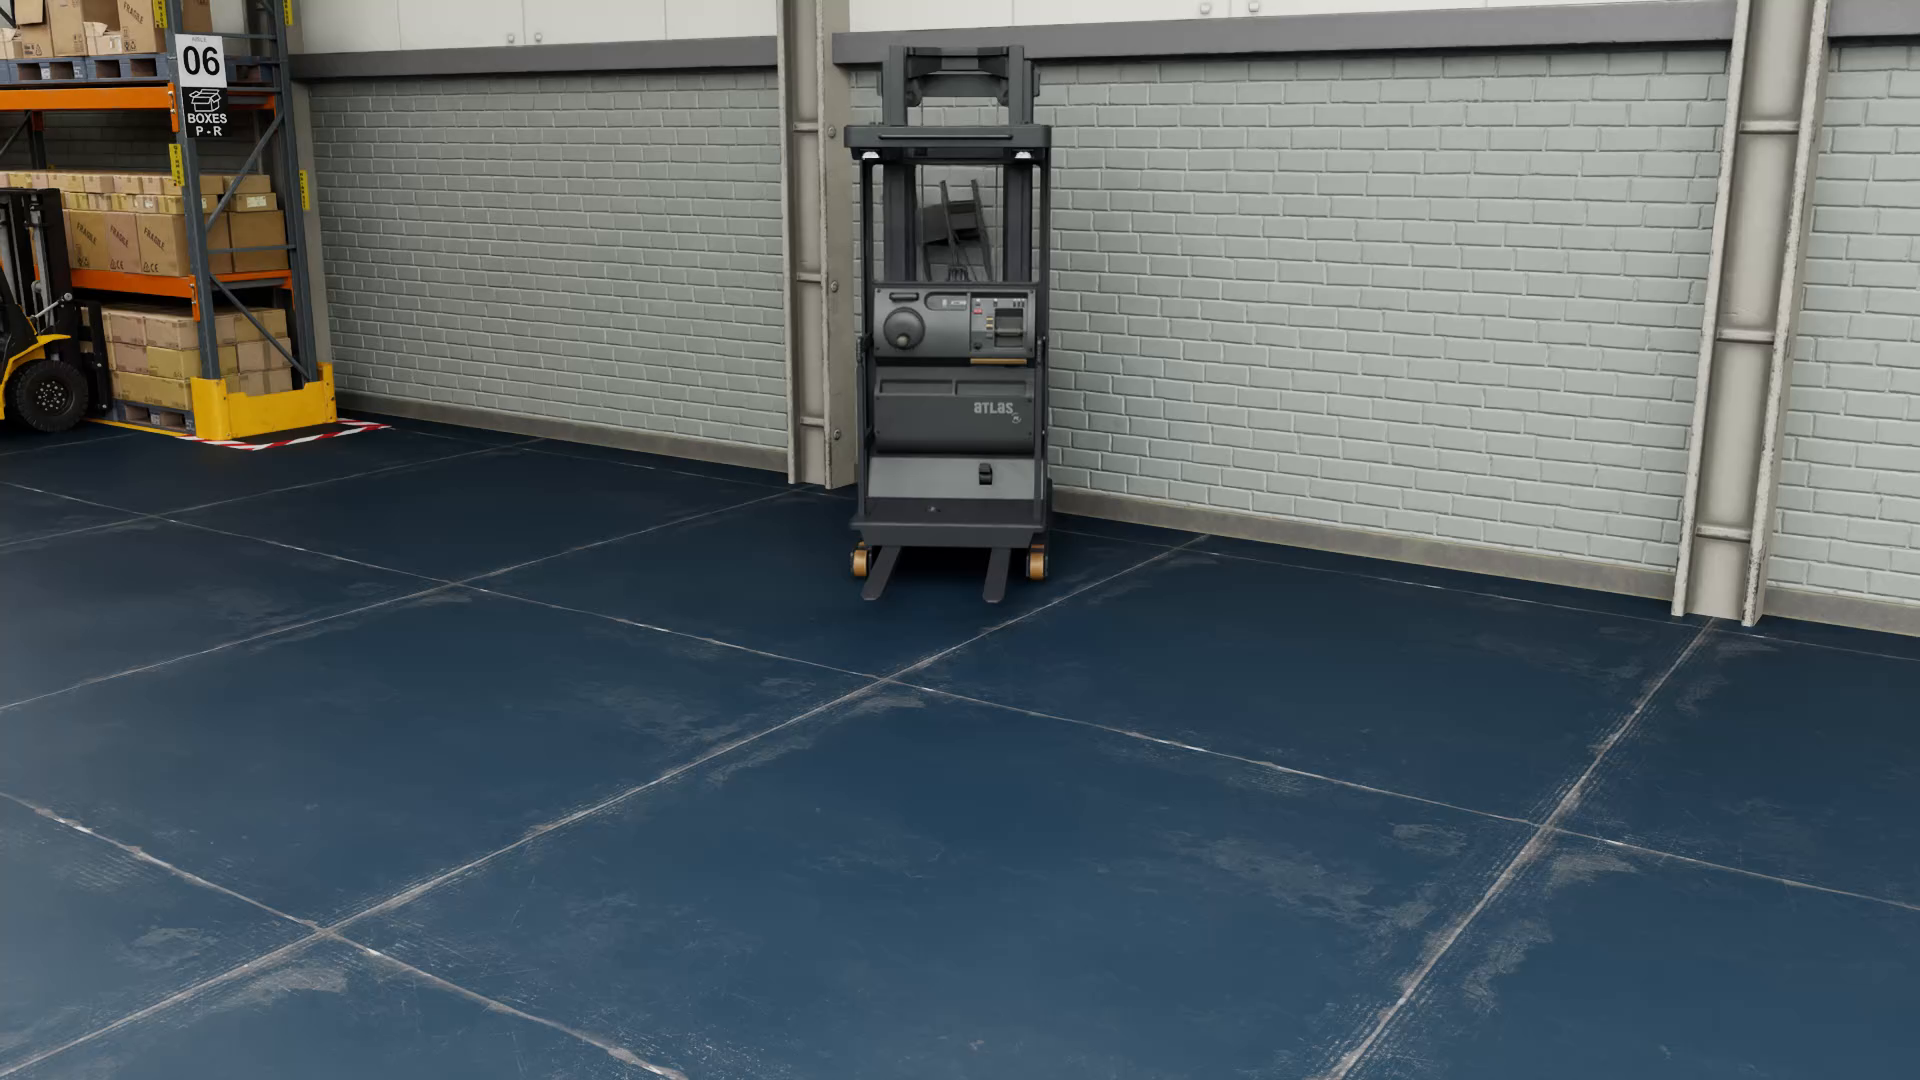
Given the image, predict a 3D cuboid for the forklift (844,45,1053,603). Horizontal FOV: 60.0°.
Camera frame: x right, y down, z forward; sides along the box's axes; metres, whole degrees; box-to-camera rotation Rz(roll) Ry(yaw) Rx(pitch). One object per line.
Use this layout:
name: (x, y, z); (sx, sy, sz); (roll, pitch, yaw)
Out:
forklift: (-0.042, -1.272, 9.361); (1.130, 2.935, 3.031); (1, 14, 4)

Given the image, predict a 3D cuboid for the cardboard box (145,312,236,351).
cardboard box: (-6.453, -1.758, 13.951); (0.500, 0.250, 0.500); (10, 17, 35)

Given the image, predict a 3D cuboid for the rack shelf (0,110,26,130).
rack shelf: (-10.875, -4.316, 16.770); (4.000, 0.370, 1.077); (9, 17, 33)

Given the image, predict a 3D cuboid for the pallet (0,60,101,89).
pallet: (-8.493, -4.245, 15.169); (1.213, 0.211, 1.003); (9, 17, 33)

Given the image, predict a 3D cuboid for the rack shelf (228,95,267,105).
rack shelf: (-7.556, -3.849, 14.585); (3.687, 0.071, 0.831); (9, 17, 33)

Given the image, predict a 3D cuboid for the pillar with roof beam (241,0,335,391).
pillar with roof beam: (-8.374, -4.731, 10.708); (0.400, 9.000, 9.100); (9, 17, 33)

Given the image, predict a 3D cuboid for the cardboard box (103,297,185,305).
cardboard box: (-7.437, -2.067, 15.196); (0.500, 0.250, 0.500); (9, 16, 32)

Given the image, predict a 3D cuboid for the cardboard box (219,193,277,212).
cardboard box: (-6.033, -2.865, 14.096); (0.250, 0.149, 0.380); (9, 16, 31)

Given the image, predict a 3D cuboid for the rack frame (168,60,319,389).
rack frame: (-5.896, -2.404, 13.793); (0.127, 3.000, 1.000); (9, 17, 33)

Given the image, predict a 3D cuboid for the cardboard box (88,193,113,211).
cardboard box: (-7.197, -2.896, 14.220); (0.250, 0.149, 0.380); (9, 16, 31)

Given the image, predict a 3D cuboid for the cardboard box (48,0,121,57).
cardboard box: (-7.194, -4.329, 14.037); (0.500, 0.500, 0.700); (9, 17, 33)

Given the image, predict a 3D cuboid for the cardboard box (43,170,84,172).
cardboard box: (-8.370, -3.391, 15.603); (0.250, 0.149, 0.380); (9, 17, 32)

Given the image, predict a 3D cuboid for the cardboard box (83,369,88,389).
cardboard box: (-7.724, -1.476, 14.892); (0.500, 0.250, 0.500); (10, 17, 35)

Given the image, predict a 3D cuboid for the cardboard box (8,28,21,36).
cardboard box: (-8.661, -4.446, 14.901); (0.500, 0.311, 0.500); (10, 17, 34)

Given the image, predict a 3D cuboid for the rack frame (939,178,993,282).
rack frame: (0.165, -1.303, 10.875); (0.015, 2.100, 0.400); (-5, 10, 35)

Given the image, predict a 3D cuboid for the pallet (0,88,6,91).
pallet: (-9.955, -4.420, 16.090); (1.217, 0.209, 0.805); (8, 16, 31)

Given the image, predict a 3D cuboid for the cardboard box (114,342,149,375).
cardboard box: (-6.885, -1.588, 14.305); (0.500, 0.250, 0.500); (9, 17, 32)

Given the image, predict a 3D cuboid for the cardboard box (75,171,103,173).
cardboard box: (-7.923, -3.331, 15.361); (0.250, 0.149, 0.380); (9, 16, 32)

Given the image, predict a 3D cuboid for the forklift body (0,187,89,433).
forklift body: (-8.488, -1.883, 13.453); (1.214, 2.155, 2.313); (9, 17, 33)

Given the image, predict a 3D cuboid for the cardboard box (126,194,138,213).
cardboard box: (-6.750, -2.834, 13.970); (0.250, 0.149, 0.380); (10, 17, 34)

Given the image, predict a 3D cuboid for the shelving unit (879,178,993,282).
shelving unit: (-0.035, -1.287, 11.014); (0.503, 2.100, 0.431); (-5, 10, 35)

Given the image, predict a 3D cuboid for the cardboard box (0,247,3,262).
cardboard box: (-8.552, -2.811, 15.229); (0.500, 0.500, 0.500); (10, 17, 34)

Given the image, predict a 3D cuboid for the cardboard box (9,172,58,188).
cardboard box: (-8.246, -3.213, 14.882); (0.250, 0.149, 0.380); (9, 16, 32)

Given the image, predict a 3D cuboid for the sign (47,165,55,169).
sign: (-8.907, -3.510, 16.294); (0.005, 0.325, 0.100); (9, 17, 33)

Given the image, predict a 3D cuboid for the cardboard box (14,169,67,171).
cardboard box: (-8.782, -3.466, 15.905); (0.250, 0.149, 0.380); (9, 17, 33)

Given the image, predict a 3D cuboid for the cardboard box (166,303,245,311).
cardboard box: (-6.606, -1.927, 14.634); (0.500, 0.250, 0.500); (9, 17, 33)

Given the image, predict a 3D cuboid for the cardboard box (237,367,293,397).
cardboard box: (-6.195, -1.378, 14.497); (0.500, 0.250, 0.500); (9, 17, 33)

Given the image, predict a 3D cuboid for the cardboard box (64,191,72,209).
cardboard box: (-7.575, -2.977, 14.548); (0.250, 0.149, 0.380); (9, 17, 32)

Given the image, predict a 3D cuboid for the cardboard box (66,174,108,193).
cardboard box: (-7.426, -3.069, 14.302); (0.250, 0.149, 0.380); (10, 17, 34)

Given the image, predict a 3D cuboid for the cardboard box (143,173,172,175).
cardboard box: (-6.911, -3.141, 14.591); (0.250, 0.149, 0.380); (10, 17, 35)

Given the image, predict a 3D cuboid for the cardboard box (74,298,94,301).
cardboard box: (-8.151, -2.033, 15.060); (0.500, 0.250, 0.500); (10, 17, 35)

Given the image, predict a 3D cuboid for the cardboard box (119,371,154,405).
cardboard box: (-6.870, -1.342, 14.350); (0.500, 0.250, 0.500); (9, 17, 33)

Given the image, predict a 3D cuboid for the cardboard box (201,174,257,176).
cardboard box: (-6.242, -3.048, 14.216); (0.250, 0.149, 0.380); (10, 17, 35)
